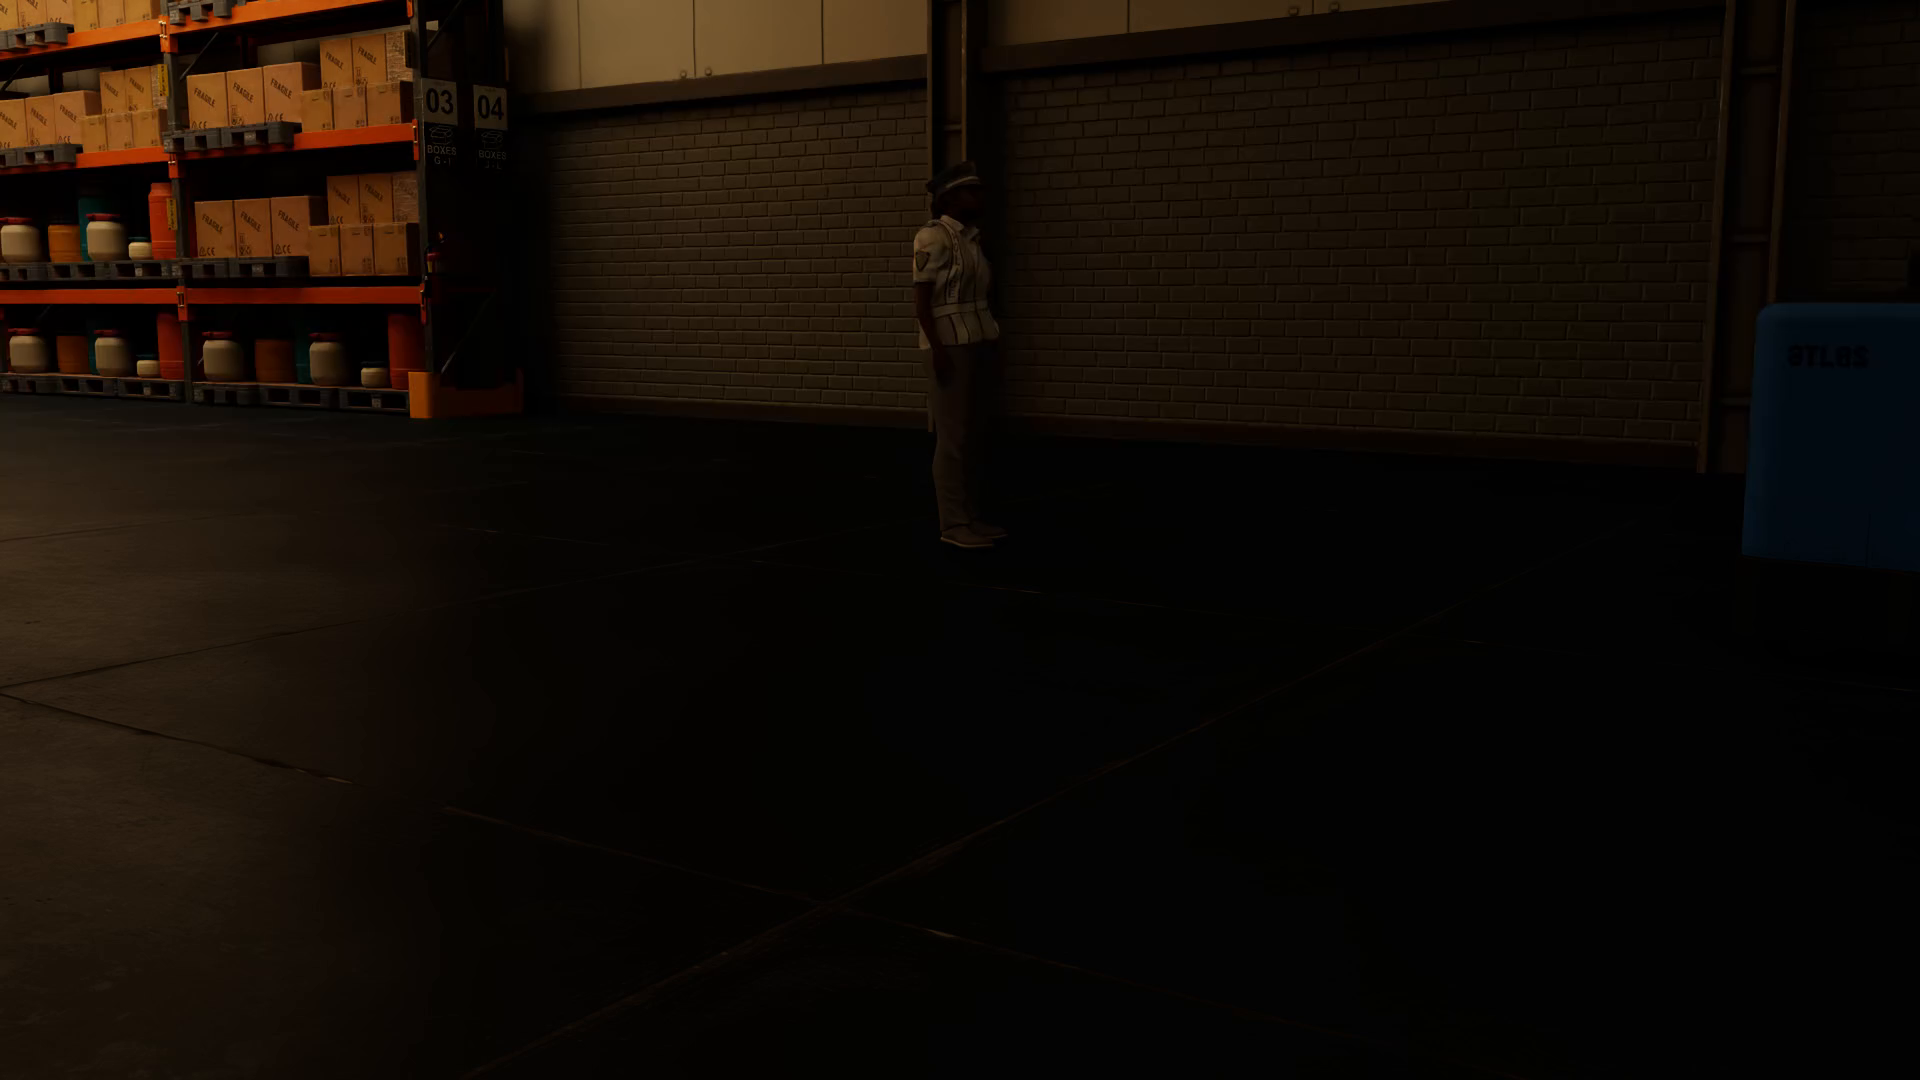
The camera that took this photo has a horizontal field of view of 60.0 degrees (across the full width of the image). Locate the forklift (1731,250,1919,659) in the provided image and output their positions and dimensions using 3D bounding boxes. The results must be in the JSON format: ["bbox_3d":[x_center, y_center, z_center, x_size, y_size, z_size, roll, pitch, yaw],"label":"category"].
[{"bbox_3d":[3.844,-1.020,4.363,3.031,2.935,1.130,6,10,37],"label":"forklift"}]

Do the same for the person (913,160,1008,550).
[{"bbox_3d":[0.051,-0.838,7.425,0.530,1.695,0.569,5,10,34],"label":"person"}]
